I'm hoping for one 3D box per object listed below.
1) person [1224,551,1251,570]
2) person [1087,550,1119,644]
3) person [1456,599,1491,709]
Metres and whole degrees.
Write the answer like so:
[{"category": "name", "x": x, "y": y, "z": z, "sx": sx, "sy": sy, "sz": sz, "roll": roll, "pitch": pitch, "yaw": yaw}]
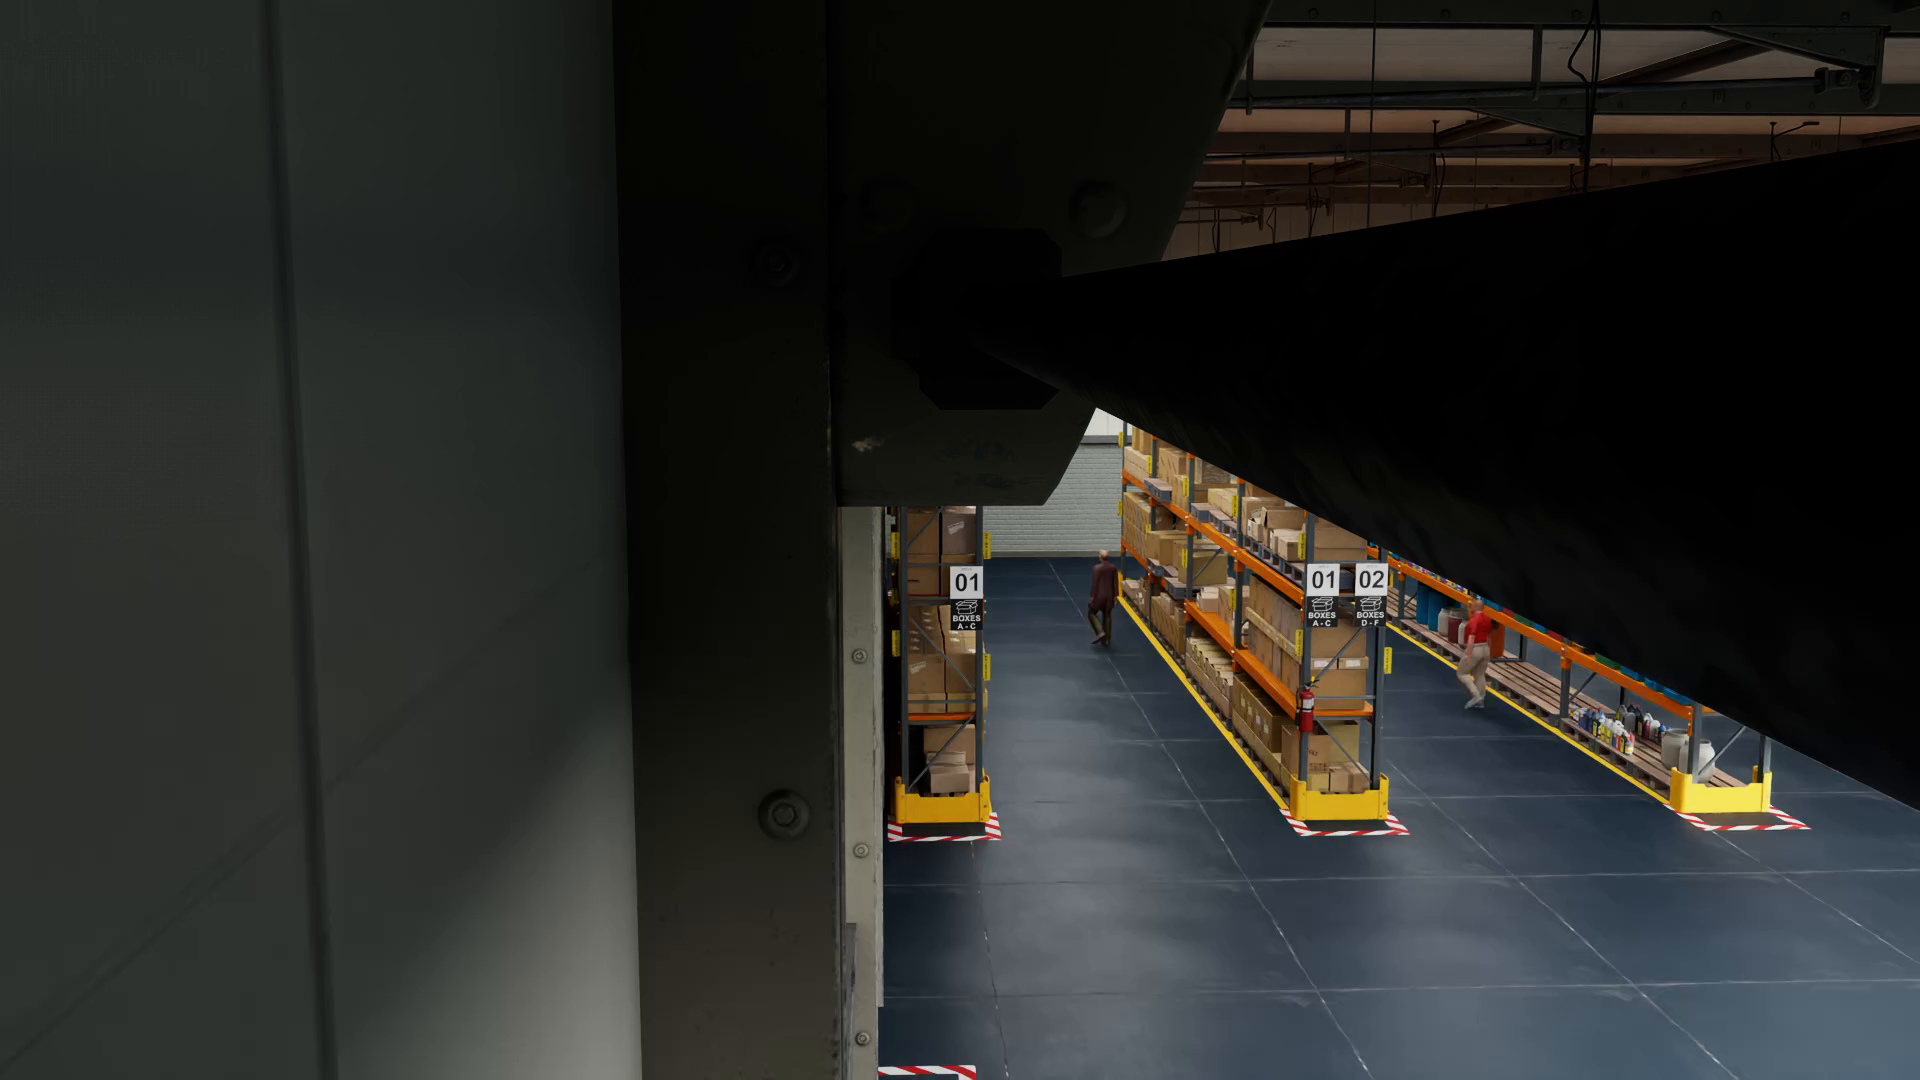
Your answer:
[{"category": "person", "x": 6.679, "y": -0.106, "z": 40.019, "sx": 0.912, "sy": 1.627, "sz": 0.507, "roll": 4, "pitch": 9, "yaw": 24}, {"category": "person", "x": 2.706, "y": 1.070, "z": 31.197, "sx": 0.634, "sy": 1.781, "sz": 0.532, "roll": -4, "pitch": 9, "yaw": -27}, {"category": "person", "x": 8.168, "y": 1.797, "z": 26.245, "sx": 0.587, "sy": 1.725, "sz": 0.464, "roll": -6, "pitch": 10, "yaw": -36}]
